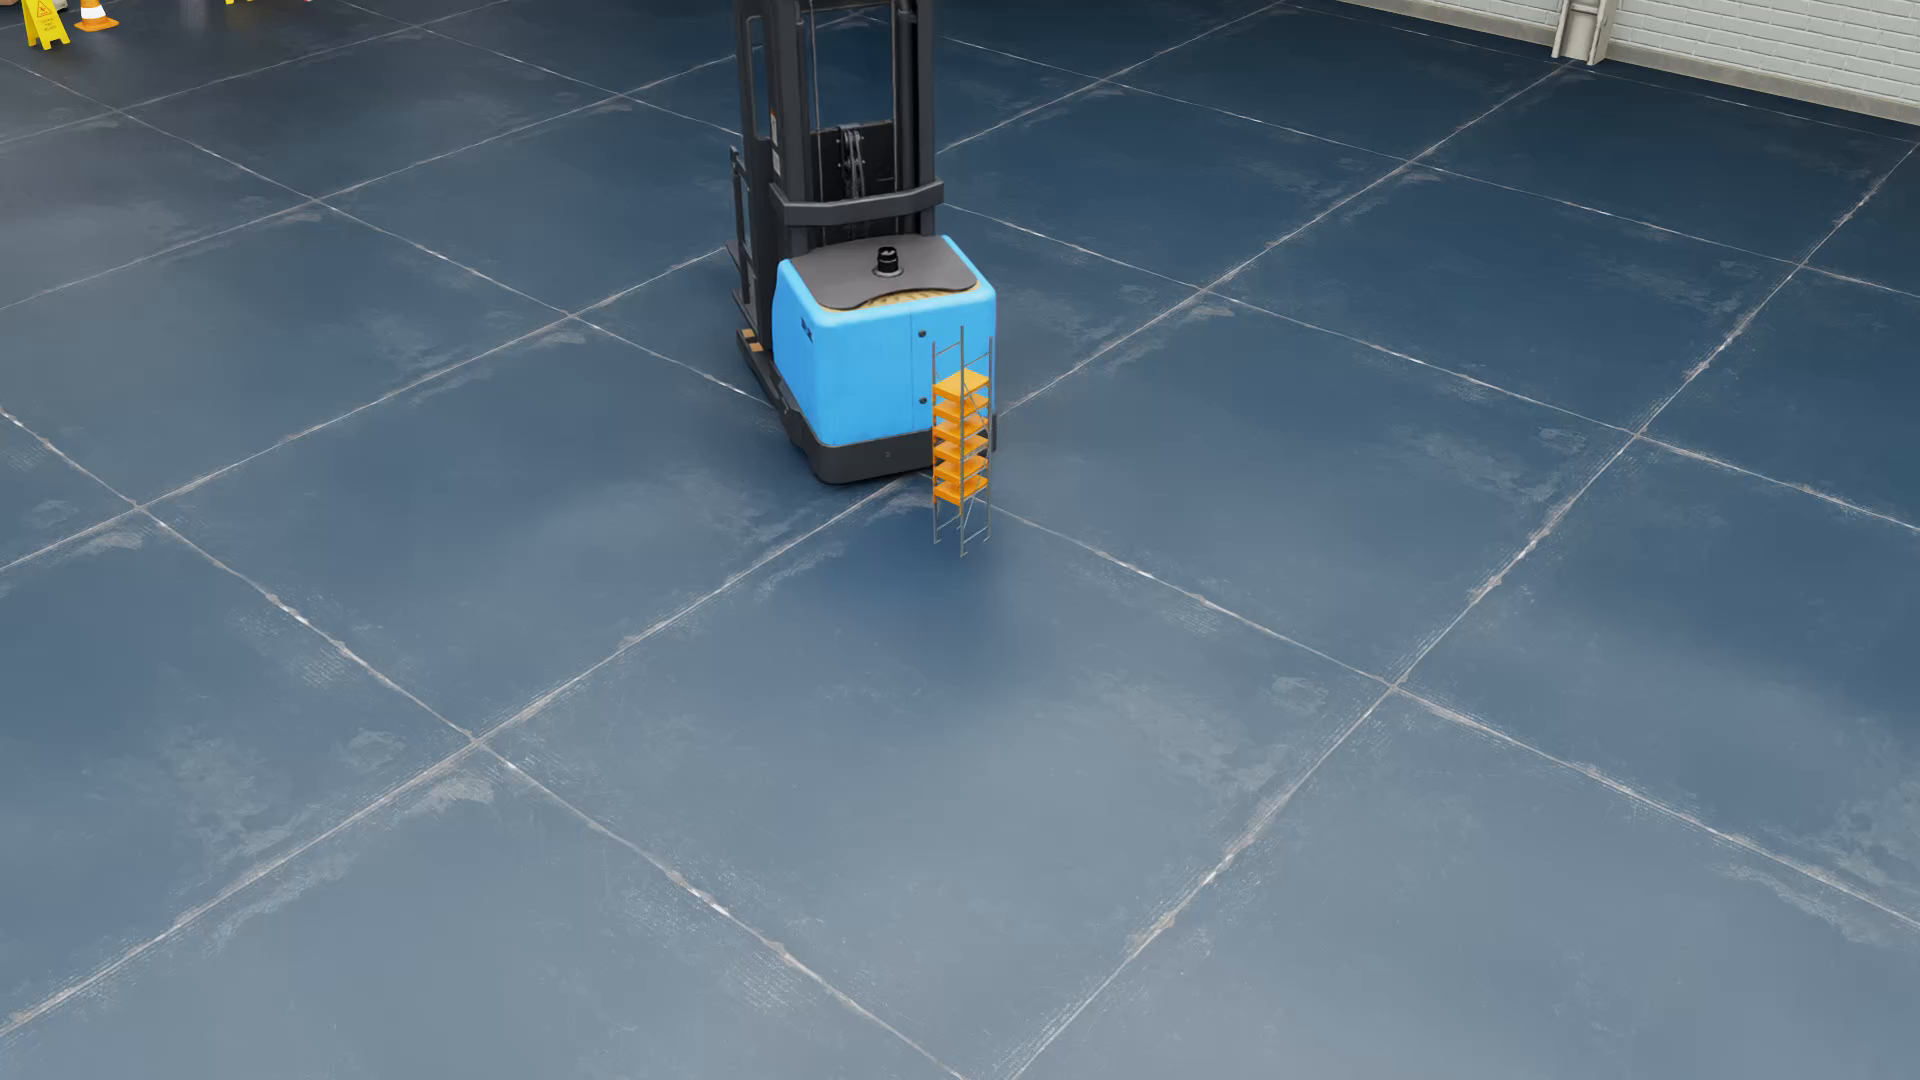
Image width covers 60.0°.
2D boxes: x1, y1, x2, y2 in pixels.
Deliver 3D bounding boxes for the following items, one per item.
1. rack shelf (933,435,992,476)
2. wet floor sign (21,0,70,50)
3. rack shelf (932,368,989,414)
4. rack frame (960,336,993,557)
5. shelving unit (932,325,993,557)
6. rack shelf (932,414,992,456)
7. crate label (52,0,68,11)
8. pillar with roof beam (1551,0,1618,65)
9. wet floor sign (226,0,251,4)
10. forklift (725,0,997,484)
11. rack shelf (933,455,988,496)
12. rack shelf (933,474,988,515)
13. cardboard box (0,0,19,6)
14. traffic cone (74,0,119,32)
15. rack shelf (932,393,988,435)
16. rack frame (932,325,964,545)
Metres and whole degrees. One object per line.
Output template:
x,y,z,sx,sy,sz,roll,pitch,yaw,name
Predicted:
0.011,-0.453,8.510,0.180,0.103,0.258,25,42,32,rack shelf
-8.543,-4.917,15.422,0.232,0.644,0.267,18,38,24,wet floor sign
0.011,-0.749,8.306,0.180,0.103,0.258,25,42,32,rack shelf
0.081,-0.456,8.437,0.006,1.200,0.240,25,42,32,rack frame
0.011,-0.489,8.485,0.189,1.200,0.258,25,42,32,shelving unit
0.011,-0.552,8.442,0.180,0.103,0.258,25,42,32,rack shelf
-8.991,-5.293,16.419,0.298,0.136,0.250,6,35,8,crate label
2.940,-6.286,10.036,0.400,9.000,9.100,25,42,32,pillar with roof beam
-7.281,-5.722,16.594,0.267,0.644,0.232,-18,38,-25,wet floor sign
-0.773,-2.347,9.661,1.130,2.935,3.031,-12,36,-16,forklift
0.011,-0.354,8.578,0.180,0.103,0.258,25,42,32,rack shelf
0.011,-0.255,8.646,0.180,0.103,0.258,25,42,32,rack shelf
-9.712,-5.733,16.735,0.637,0.503,0.797,0,34,0,cardboard box
-8.347,-5.170,15.951,0.334,0.463,0.336,25,42,32,traffic cone
0.011,-0.651,8.374,0.180,0.103,0.258,25,42,32,rack shelf
-0.059,-0.523,8.533,0.006,1.200,0.240,25,42,32,rack frame
